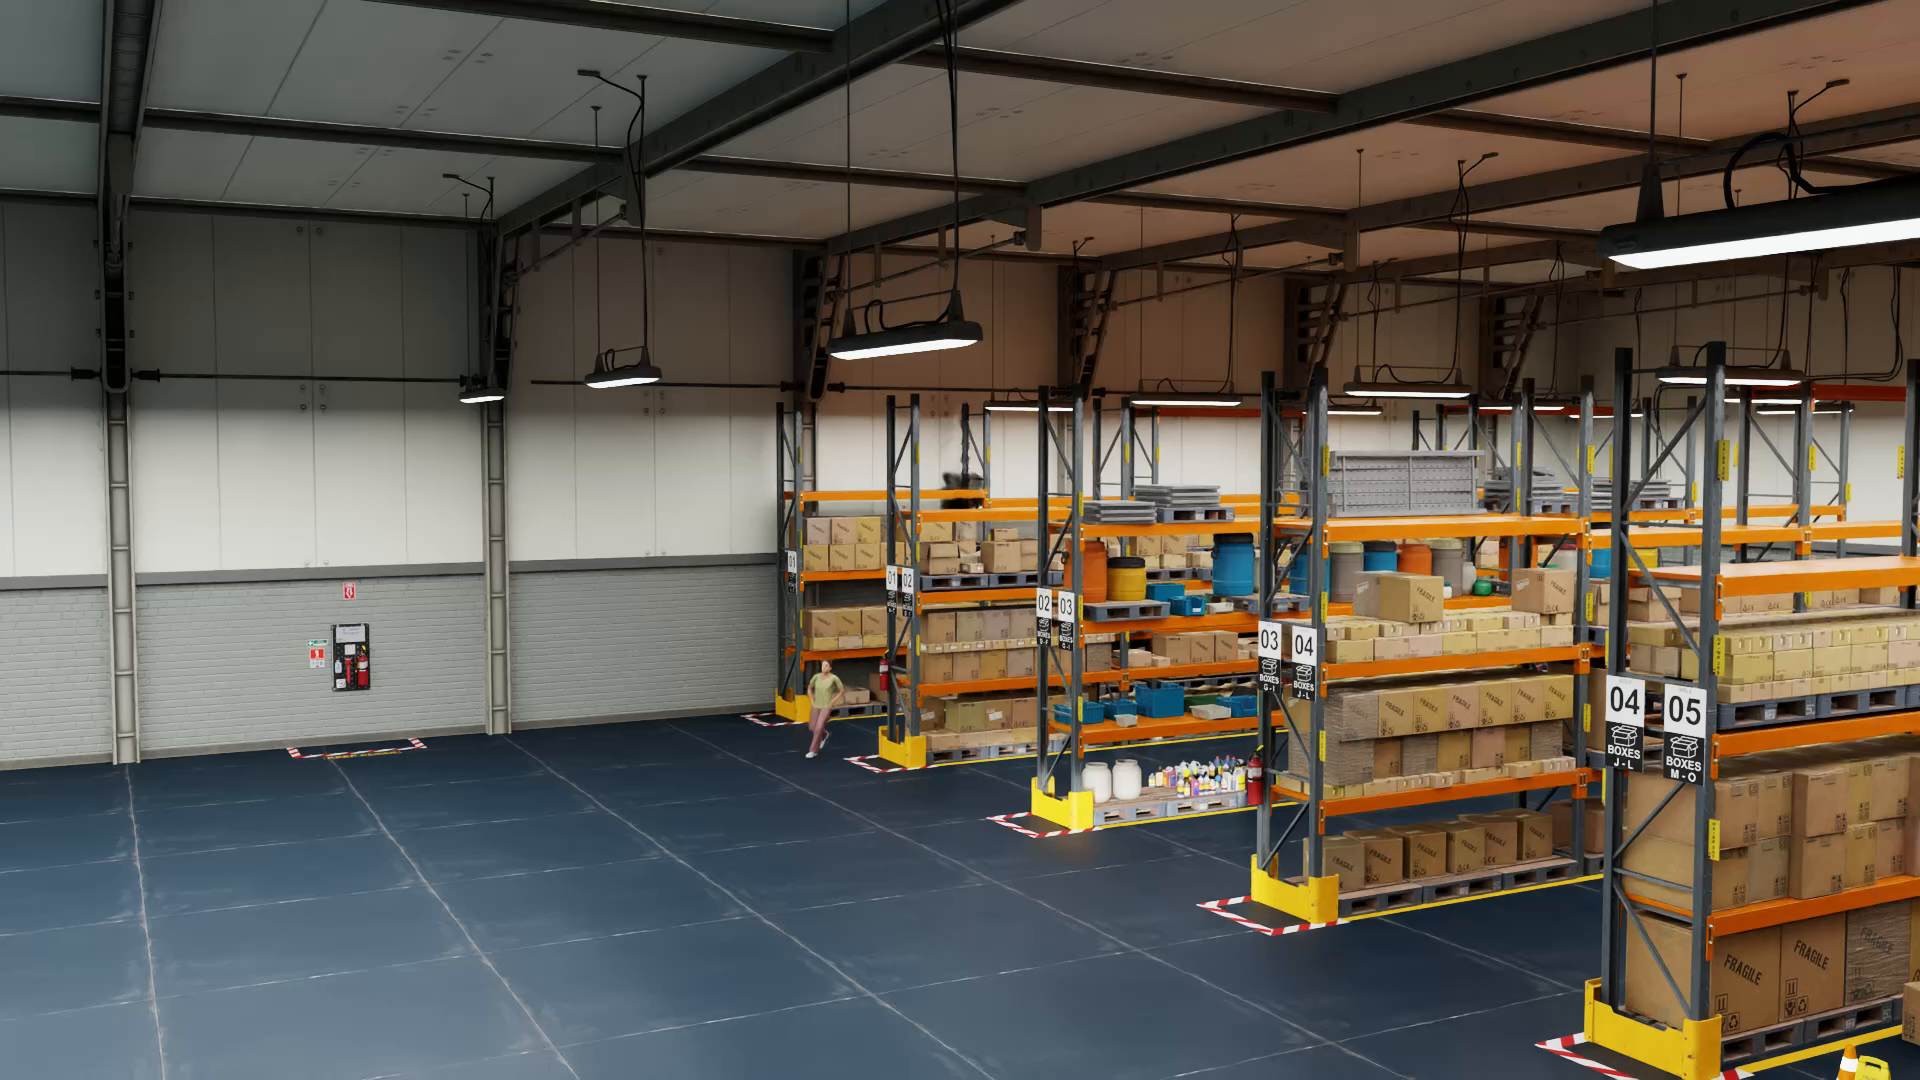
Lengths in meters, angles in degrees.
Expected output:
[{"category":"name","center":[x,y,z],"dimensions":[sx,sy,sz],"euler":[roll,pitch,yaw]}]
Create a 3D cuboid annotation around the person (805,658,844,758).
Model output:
[{"category":"person","center":[-2.227,2.766,27.596],"dimensions":[0.620,1.630,0.690],"euler":[1,3,16]}]
